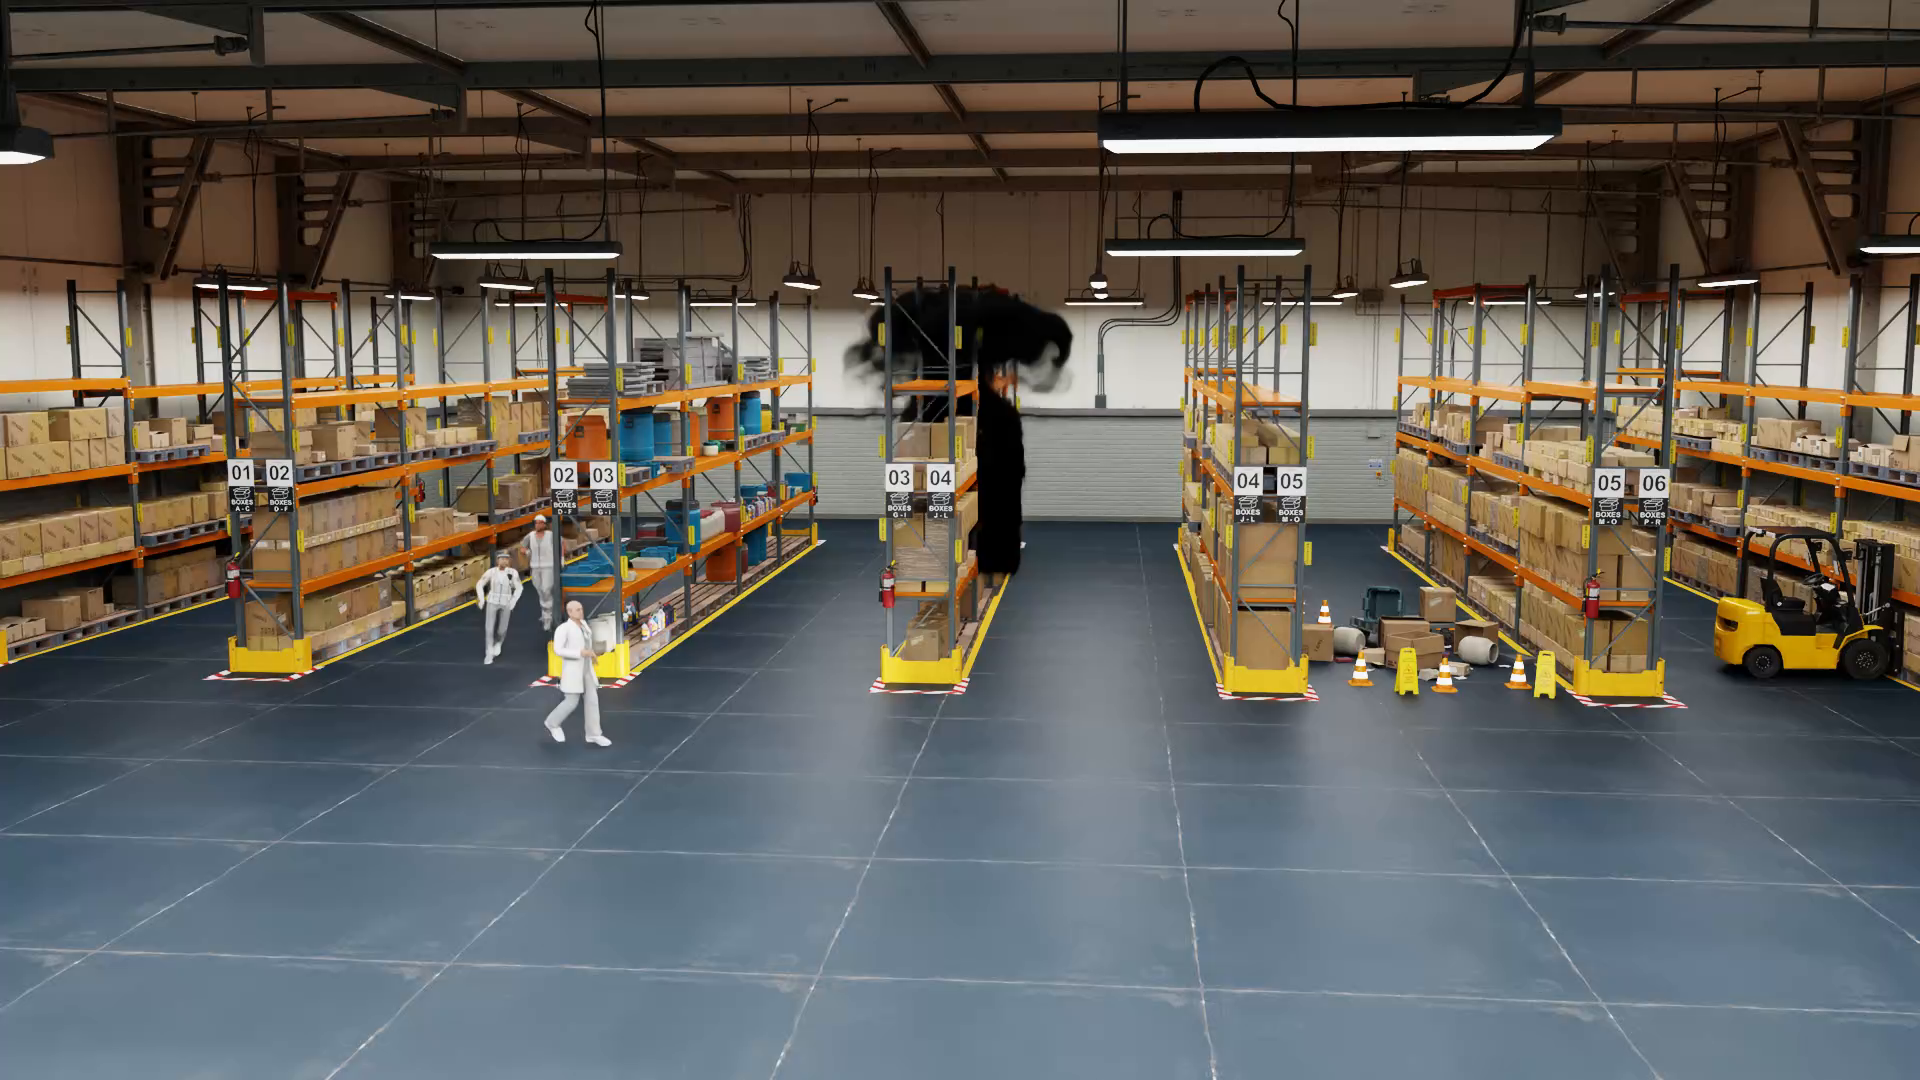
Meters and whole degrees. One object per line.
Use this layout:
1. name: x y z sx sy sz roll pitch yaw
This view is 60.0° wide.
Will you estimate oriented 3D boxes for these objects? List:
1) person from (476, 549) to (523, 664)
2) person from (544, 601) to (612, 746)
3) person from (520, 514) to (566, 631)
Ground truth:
1. person: -6.750 0.958 24.403 0.666 1.663 0.467 -2 7 -15
2. person: -4.727 1.627 20.447 0.930 1.780 0.723 4 8 27
3. person: -6.879 0.528 27.326 0.665 1.906 0.749 1 7 5
